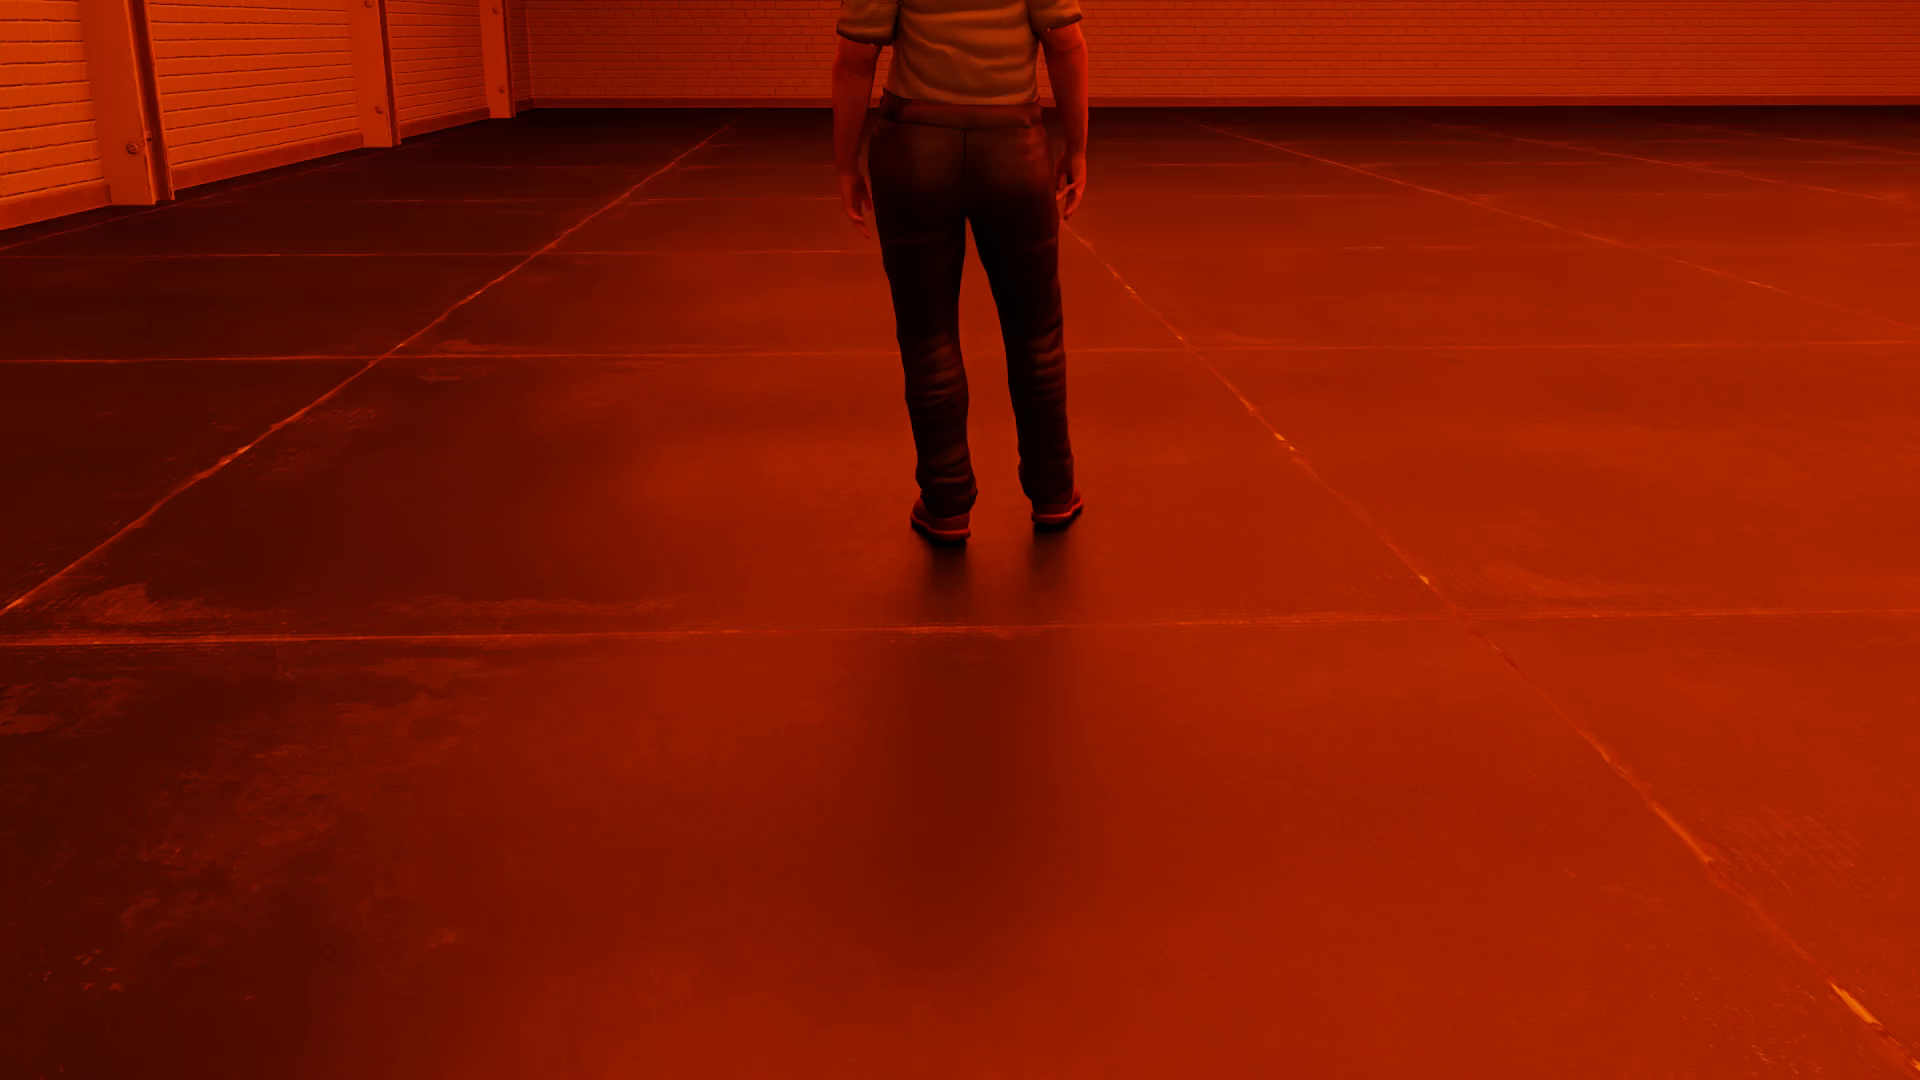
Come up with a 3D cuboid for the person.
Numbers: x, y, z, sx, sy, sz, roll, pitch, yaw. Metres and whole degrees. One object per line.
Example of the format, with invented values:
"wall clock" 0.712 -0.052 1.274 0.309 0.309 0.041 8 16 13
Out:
"person" 0.018 -0.821 3.761 0.599 1.650 0.503 -1 17 -3
